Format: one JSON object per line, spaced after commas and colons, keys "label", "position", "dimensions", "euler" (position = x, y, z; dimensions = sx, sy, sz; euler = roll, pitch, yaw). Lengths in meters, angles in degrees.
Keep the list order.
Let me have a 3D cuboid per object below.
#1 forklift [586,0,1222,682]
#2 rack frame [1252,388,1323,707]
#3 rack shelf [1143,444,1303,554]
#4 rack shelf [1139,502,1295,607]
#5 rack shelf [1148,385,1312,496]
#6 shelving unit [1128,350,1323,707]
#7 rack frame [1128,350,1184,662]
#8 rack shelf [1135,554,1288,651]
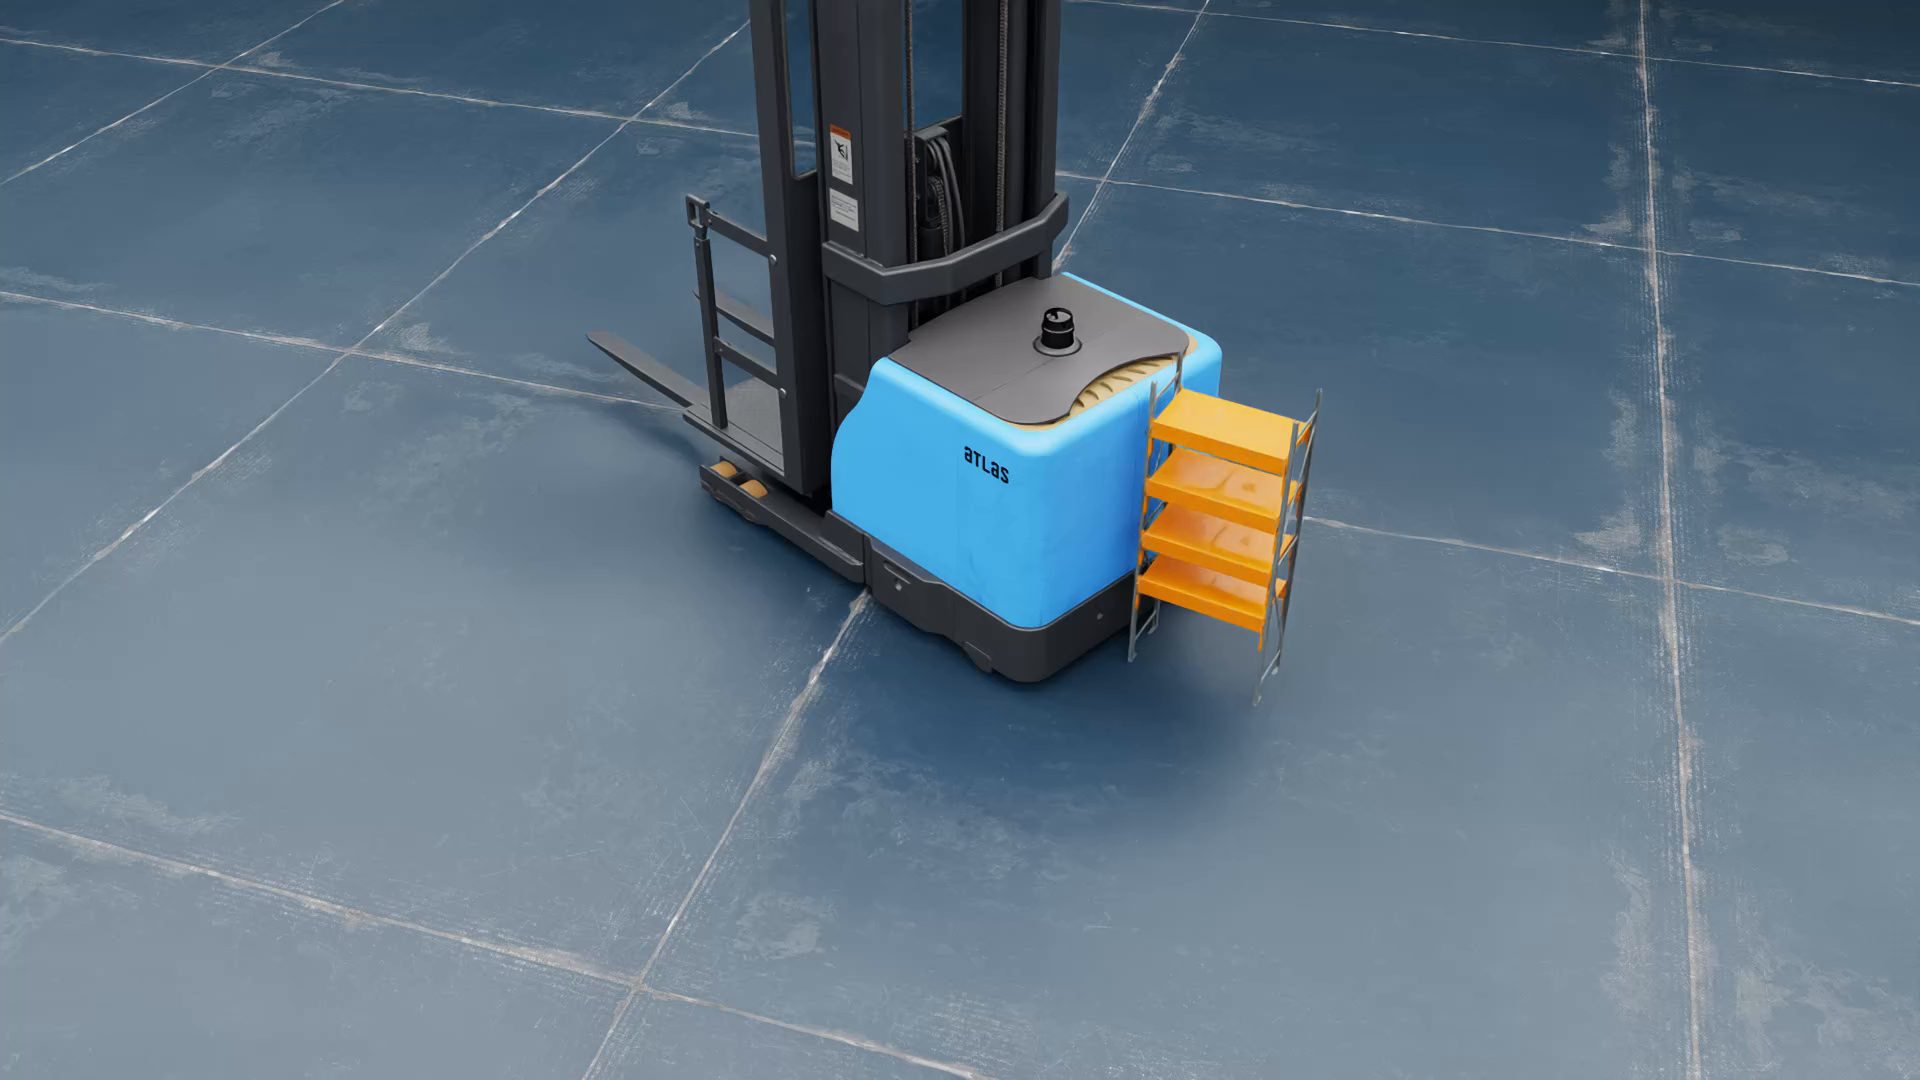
{"label": "forklift", "position": [-0.436, -1.448, 6.245], "dimensions": [1.130, 2.935, 3.031], "euler": [-30, 46, -34]}
{"label": "rack frame", "position": [1.111, 0.051, 5.667], "dimensions": [0.015, 1.200, 0.240], "euler": [19, 41, 23]}
{"label": "rack shelf", "position": [0.899, -0.146, 5.669], "dimensions": [0.480, 0.148, 0.258], "euler": [19, 41, 23]}
{"label": "rack shelf", "position": [0.898, 0.033, 5.803], "dimensions": [0.480, 0.148, 0.258], "euler": [19, 41, 23]}
{"label": "rack shelf", "position": [0.899, -0.336, 5.527], "dimensions": [0.480, 0.148, 0.258], "euler": [19, 41, 23]}
{"label": "shelving unit", "position": [0.898, -0.021, 5.763], "dimensions": [0.503, 1.200, 0.258], "euler": [19, 41, 23]}
{"label": "rack frame", "position": [0.685, -0.093, 5.858], "dimensions": [0.015, 1.200, 0.240], "euler": [19, 41, 23]}
{"label": "rack shelf", "position": [0.897, 0.192, 5.922], "dimensions": [0.480, 0.148, 0.258], "euler": [19, 41, 23]}
